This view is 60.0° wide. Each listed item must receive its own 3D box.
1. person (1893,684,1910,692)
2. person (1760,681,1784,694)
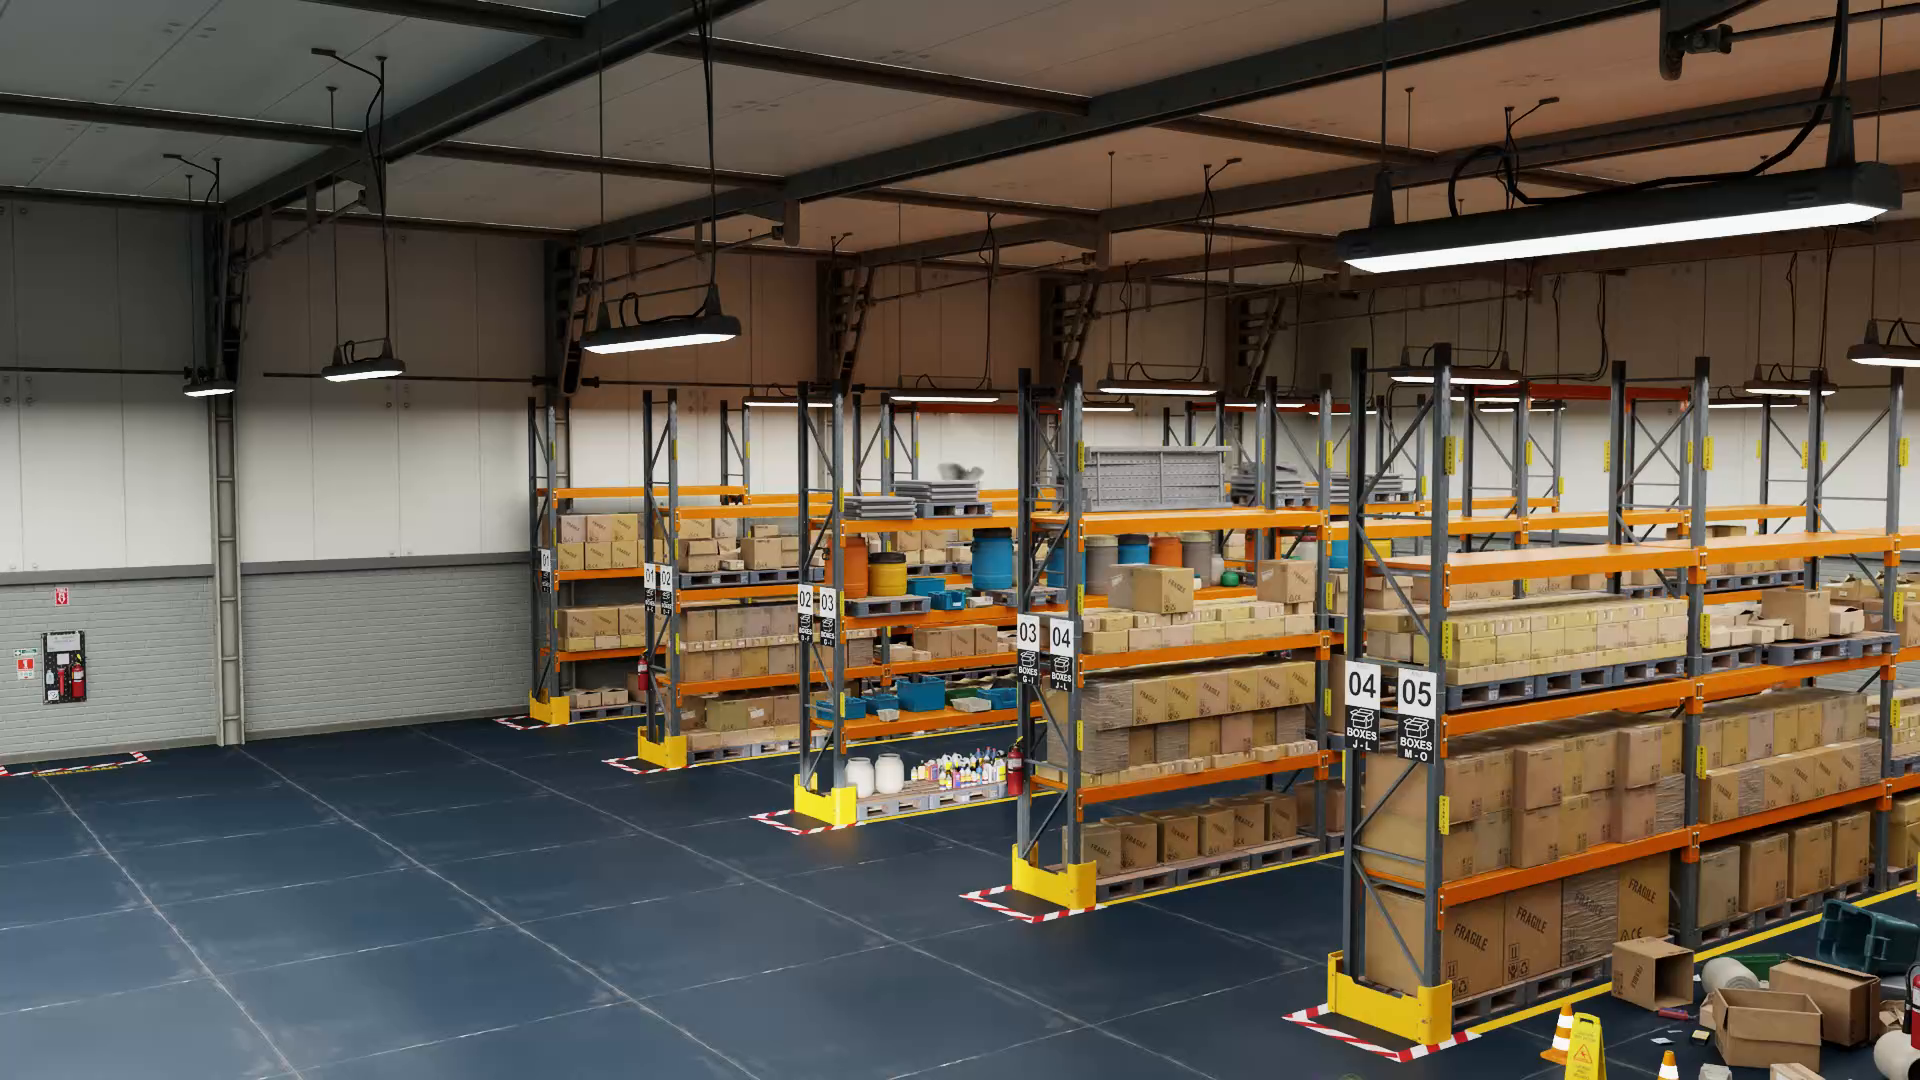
[{"bbox_3d":[13.499,2.922,23.886,0.687,1.714,0.566,-2,4,-34],"label":"person"},{"bbox_3d":[12.018,2.839,24.483,0.893,1.822,0.611,-3,5,-43],"label":"person"}]
